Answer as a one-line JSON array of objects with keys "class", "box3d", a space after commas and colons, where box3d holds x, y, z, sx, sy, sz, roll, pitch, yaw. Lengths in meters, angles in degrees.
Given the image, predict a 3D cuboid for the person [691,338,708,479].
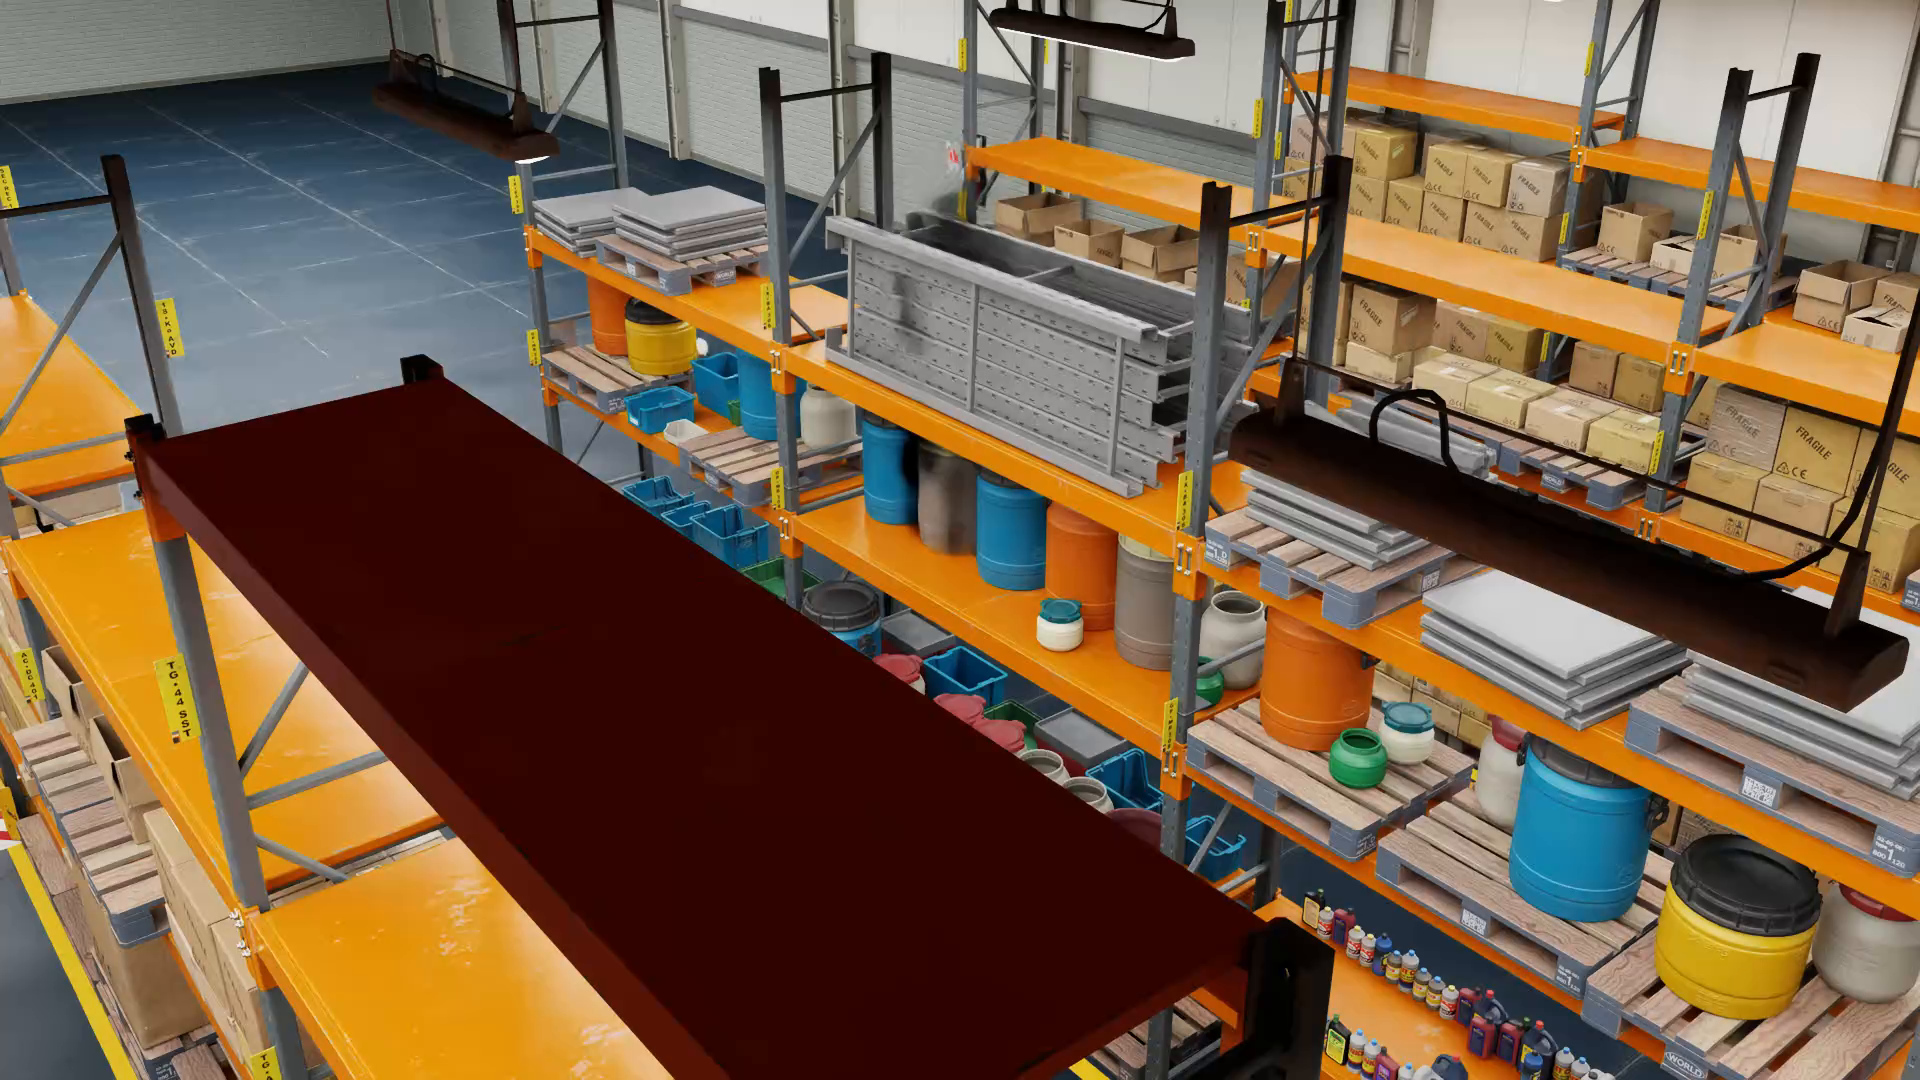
[{"class": "person", "box3d": [-3.052, -1.520, 19.430, 0.573, 1.738, 0.710, -8, 27, -17]}]
